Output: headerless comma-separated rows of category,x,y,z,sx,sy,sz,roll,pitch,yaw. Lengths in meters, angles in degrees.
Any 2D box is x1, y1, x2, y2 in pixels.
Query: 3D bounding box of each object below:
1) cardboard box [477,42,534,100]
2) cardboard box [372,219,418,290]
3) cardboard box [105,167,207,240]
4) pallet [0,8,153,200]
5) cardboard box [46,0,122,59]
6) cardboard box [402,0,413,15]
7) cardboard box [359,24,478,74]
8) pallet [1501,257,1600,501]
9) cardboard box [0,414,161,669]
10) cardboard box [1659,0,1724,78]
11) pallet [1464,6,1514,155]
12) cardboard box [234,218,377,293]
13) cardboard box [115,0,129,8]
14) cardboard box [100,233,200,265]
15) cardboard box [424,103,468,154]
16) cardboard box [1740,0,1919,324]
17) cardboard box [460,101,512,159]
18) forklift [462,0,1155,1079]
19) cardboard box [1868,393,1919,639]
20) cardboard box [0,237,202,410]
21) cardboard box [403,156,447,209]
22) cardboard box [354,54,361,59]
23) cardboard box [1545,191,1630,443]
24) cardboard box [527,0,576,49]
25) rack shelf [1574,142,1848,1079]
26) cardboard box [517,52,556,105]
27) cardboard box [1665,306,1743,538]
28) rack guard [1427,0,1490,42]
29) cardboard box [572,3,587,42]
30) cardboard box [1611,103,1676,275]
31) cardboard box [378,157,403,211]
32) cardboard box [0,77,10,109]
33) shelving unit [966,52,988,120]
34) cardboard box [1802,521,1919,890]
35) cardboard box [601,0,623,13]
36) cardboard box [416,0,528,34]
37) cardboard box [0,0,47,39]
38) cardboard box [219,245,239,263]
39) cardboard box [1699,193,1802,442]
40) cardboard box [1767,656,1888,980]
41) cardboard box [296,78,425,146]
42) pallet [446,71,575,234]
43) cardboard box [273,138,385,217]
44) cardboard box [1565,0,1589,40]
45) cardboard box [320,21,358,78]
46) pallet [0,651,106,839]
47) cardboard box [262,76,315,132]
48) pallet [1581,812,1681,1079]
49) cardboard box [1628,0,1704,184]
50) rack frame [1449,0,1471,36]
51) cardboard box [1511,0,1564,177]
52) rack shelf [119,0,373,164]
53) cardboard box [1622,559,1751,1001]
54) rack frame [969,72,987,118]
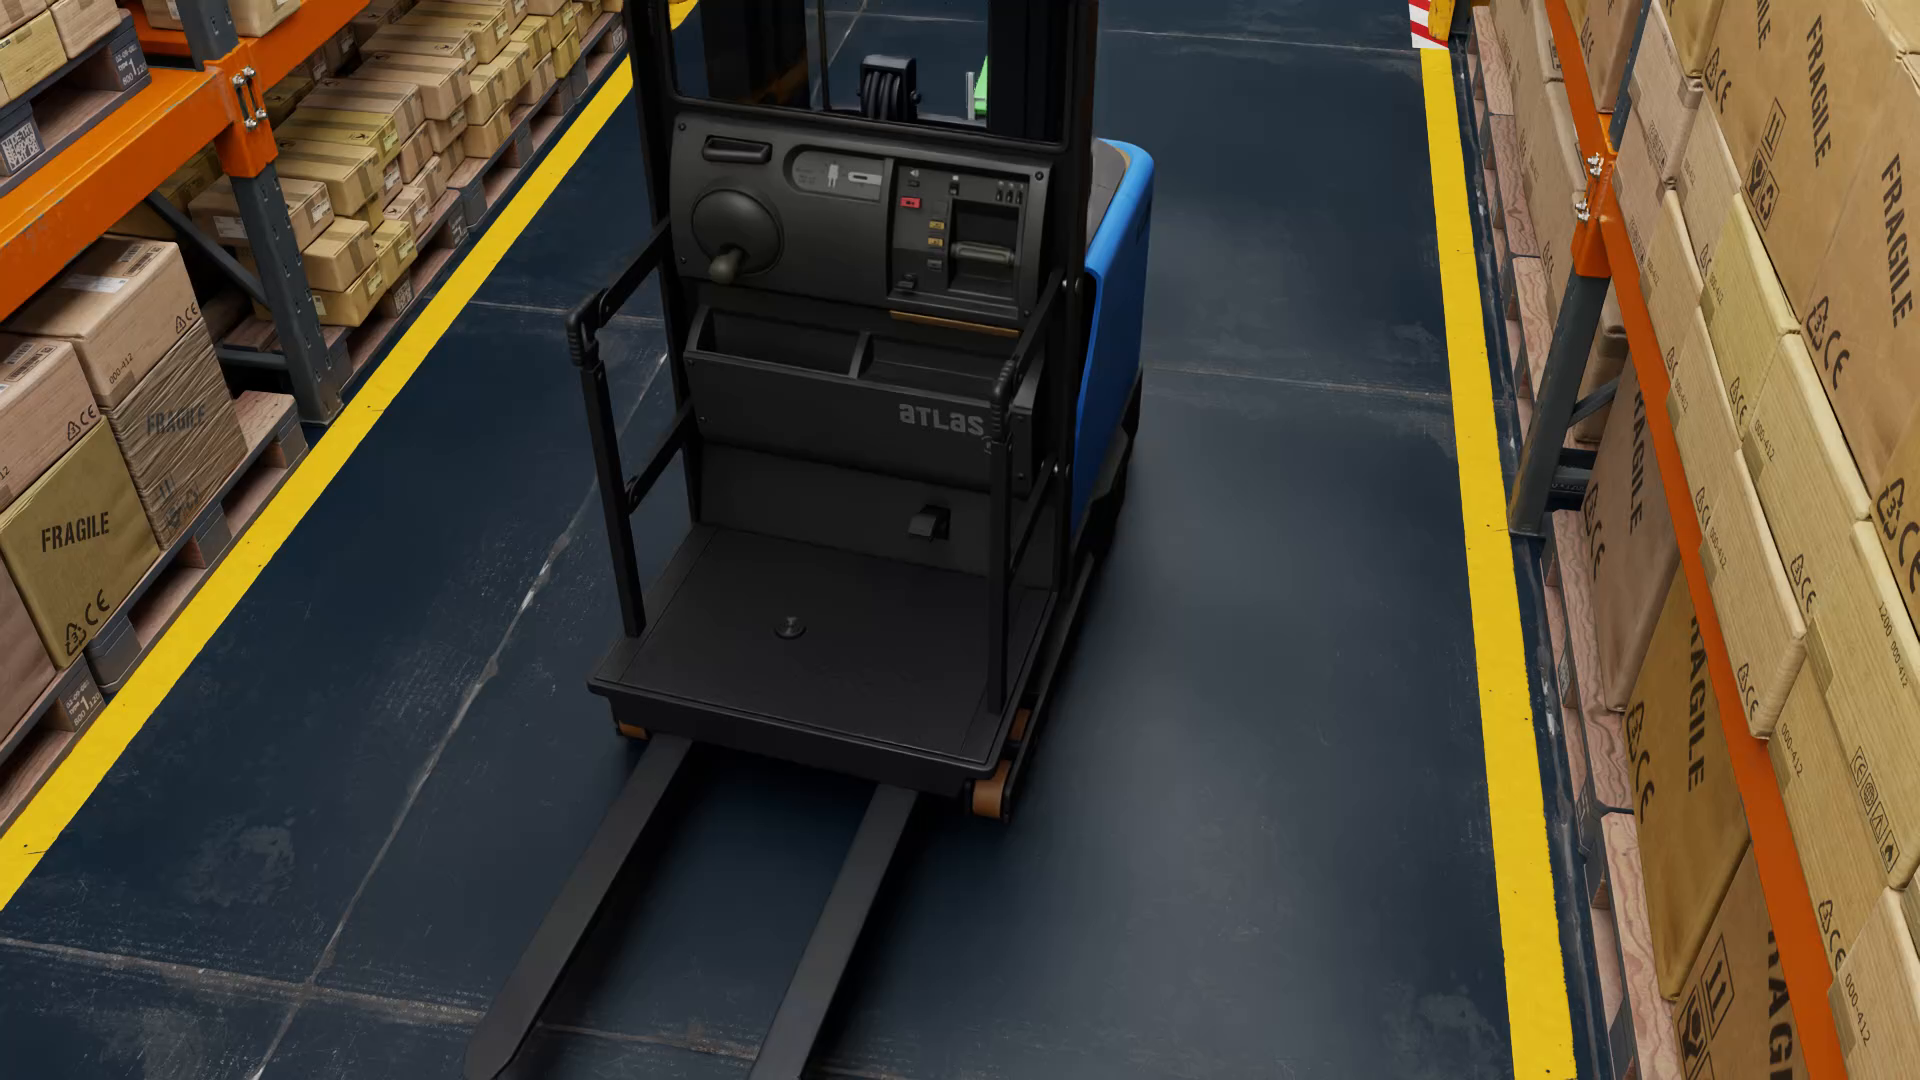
cardboard box,-2.018,-1.974,6.958,0.380,0.149,0.250,7,40,8
cardboard box,-2.226,-1.059,6.085,0.380,0.149,0.250,8,40,9
cardboard box,-2.847,-1.180,5.764,0.380,0.149,0.250,7,40,9
pallet,-2.927,-1.098,4.375,1.003,0.211,1.213,6,40,8
cardboard box,-2.526,-1.430,4.493,0.380,0.149,0.250,6,40,7
cardboard box,-2.593,-2.319,7.142,0.380,0.149,0.250,7,40,8
cardboard box,-2.174,-1.949,6.694,0.380,0.149,0.250,5,40,6
pallet,2.450,-0.547,5.746,1.003,0.211,1.213,6,40,8
cardboard box,-2.621,-0.020,4.552,0.500,0.500,0.500,6,40,7
cardboard box,1.882,-1.333,3.645,0.500,0.500,0.500,7,40,8
pallet,2.872,-2.079,7.599,1.003,0.211,1.213,6,40,8
cardboard box,-2.274,-1.006,5.787,0.380,0.149,0.250,8,40,10
cardboard box,-2.833,-1.744,5.203,0.380,0.149,0.250,6,40,7
cardboard box,-2.910,-1.046,5.836,0.380,0.149,0.250,7,40,9
cardboard box,-2.192,-1.671,6.591,0.380,0.149,0.250,8,40,10
cardboard box,1.732,-0.696,2.875,0.500,0.500,0.500,5,40,7
cardboard box,-2.088,-1.711,6.873,0.380,0.149,0.250,5,40,6
forklift,-0.307,-0.683,3.776,1.130,2.935,3.031,11,41,13
cardboard box,1.554,-0.054,2.098,0.500,0.500,0.500,6,40,8
cardboard box,-2.532,-0.628,4.699,0.500,0.250,0.500,5,40,6
cardboard box,-2.240,-1.386,6.480,0.380,0.149,0.250,6,40,7
cardboard box,-2.528,-2.025,7.020,0.380,0.149,0.250,8,40,10
cardboard box,2.455,-0.710,5.436,0.875,0.438,0.875,6,40,7
cardboard box,-1.935,-2.309,7.362,0.380,0.149,0.250,7,40,8
rack shelf,1.895,0.379,3.002,1.077,0.370,4.000,6,40,8
cardboard box,-2.000,-2.034,7.264,0.380,0.149,0.250,7,40,9
cardboard box,1.712,-0.204,3.260,0.500,0.250,0.500,6,40,7
rack guard,2.937,-2.715,8.142,1.175,0.500,0.348,6,40,8
cardboard box,-1.951,-2.371,7.671,0.380,0.149,0.250,7,40,8
cardboard box,1.905,-0.849,4.040,0.500,0.250,0.500,6,40,7
cardboard box,-2.312,-1.331,6.181,0.380,0.149,0.250,6,40,7
cardboard box,-2.615,-1.111,4.107,0.380,0.149,0.250,6,40,8
shelving unit,0.185,-1.112,5.653,0.258,1.200,0.503,5,40,7
cardboard box,1.536,0.244,2.326,0.500,0.250,0.500,5,40,7
cardboard box,-1.790,-2.683,8.049,0.380,0.149,0.250,8,40,9
cardboard box,-2.075,-2.267,7.079,0.380,0.149,0.250,5,40,6
cardboard box,-2.571,-1.379,4.197,0.380,0.149,0.250,7,40,8
cardboard box,-2.792,-1.136,6.178,0.380,0.149,0.250,7,40,9
cardboard box,1.711,-0.399,3.104,0.500,0.250,0.500,7,40,8
cardboard box,1.557,0.432,2.491,0.500,0.250,0.500,6,40,7
cardboard box,-2.264,-1.618,6.294,0.380,0.149,0.250,5,40,7
pallet,-2.362,-1.754,7.206,1.003,0.211,1.213,6,40,8
cardboard box,-2.282,-1.288,5.895,0.380,0.149,0.250,8,40,10
cardboard box,2.153,-1.835,5.037,0.500,0.500,0.500,5,40,7
cardboard box,-2.693,-2.007,6.764,0.380,0.149,0.250,5,40,6
pallet,-2.994,0.696,4.243,1.003,0.211,1.213,6,40,8
cardboard box,-2.684,-1.656,6.340,0.380,0.149,0.250,8,40,9
pallet,1.973,1.182,3.655,1.003,0.211,1.213,6,40,8
cardboard box,1.887,-1.043,3.883,0.500,0.250,0.500,5,40,6
rack frame,2.933,-3.664,7.327,1.000,3.000,0.127,6,40,8
cardboard box,2.767,-1.838,6.800,0.875,0.438,0.875,7,40,9
rack shelf,-2.306,-2.614,6.622,1.077,0.370,4.000,6,40,8
cardboard box,2.064,0.469,3.666,0.875,0.875,0.875,7,40,9
rack frame,0.148,-0.958,5.467,0.240,1.200,0.015,5,40,7
